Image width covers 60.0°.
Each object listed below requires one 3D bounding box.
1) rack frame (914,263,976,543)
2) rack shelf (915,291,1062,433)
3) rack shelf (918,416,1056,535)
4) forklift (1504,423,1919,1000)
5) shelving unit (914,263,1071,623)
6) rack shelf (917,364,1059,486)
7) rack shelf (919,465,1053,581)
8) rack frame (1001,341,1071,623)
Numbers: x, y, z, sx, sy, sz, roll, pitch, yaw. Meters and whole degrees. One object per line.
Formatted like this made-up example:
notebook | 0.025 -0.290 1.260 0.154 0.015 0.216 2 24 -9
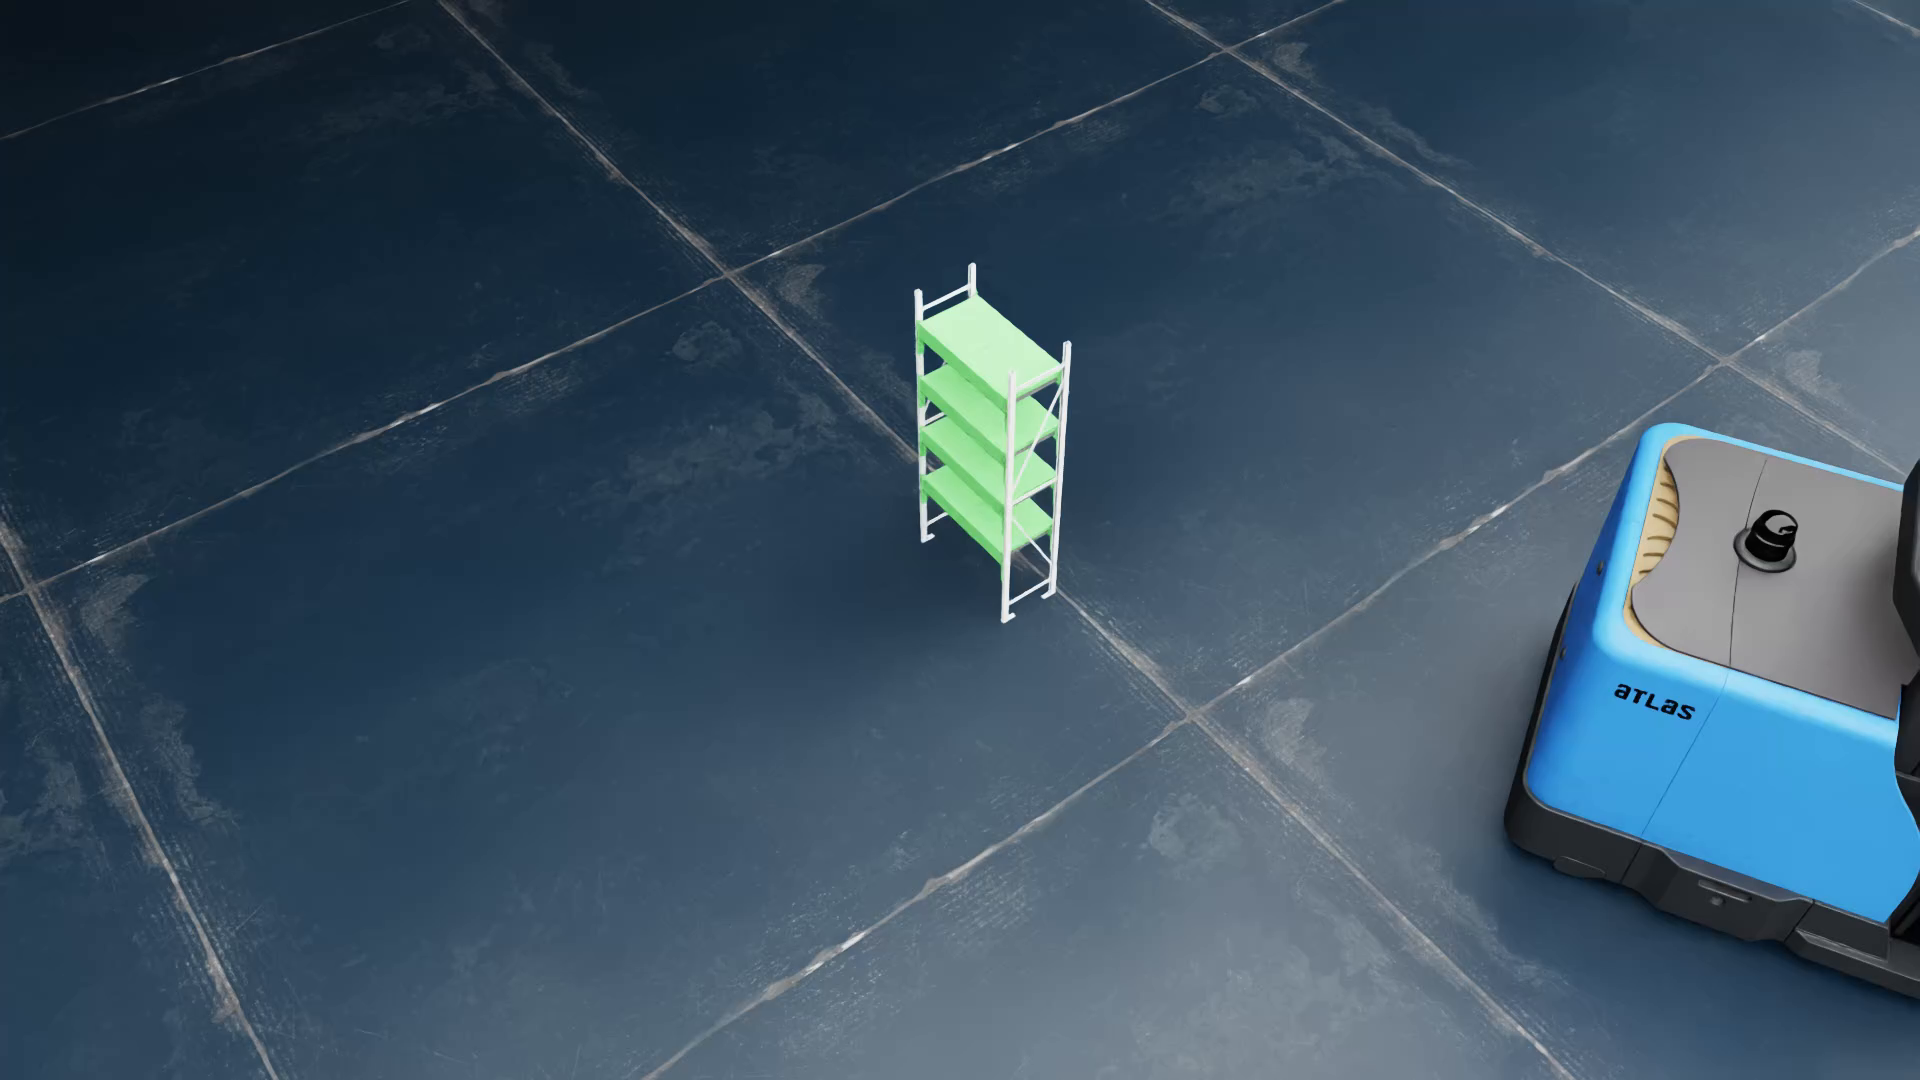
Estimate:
rack frame | -0.048 -0.449 5.847 0.240 1.200 0.015 -29 54 -24
rack shelf | 0.100 -0.585 5.409 0.258 0.148 0.480 -29 54 -24
rack shelf | 0.100 -0.262 5.764 0.258 0.148 0.480 -29 54 -24
forklift | 3.304 0.131 4.153 3.031 2.935 1.130 19 50 16
shelving unit | 0.100 -0.305 5.717 0.258 1.200 0.503 -29 54 -24
rack shelf | 0.100 -0.424 5.587 0.258 0.148 0.480 -29 54 -24
rack shelf | 0.100 -0.101 5.942 0.258 0.148 0.480 -29 54 -24
rack frame | 0.248 -0.162 5.587 0.240 1.200 0.015 -29 54 -24
